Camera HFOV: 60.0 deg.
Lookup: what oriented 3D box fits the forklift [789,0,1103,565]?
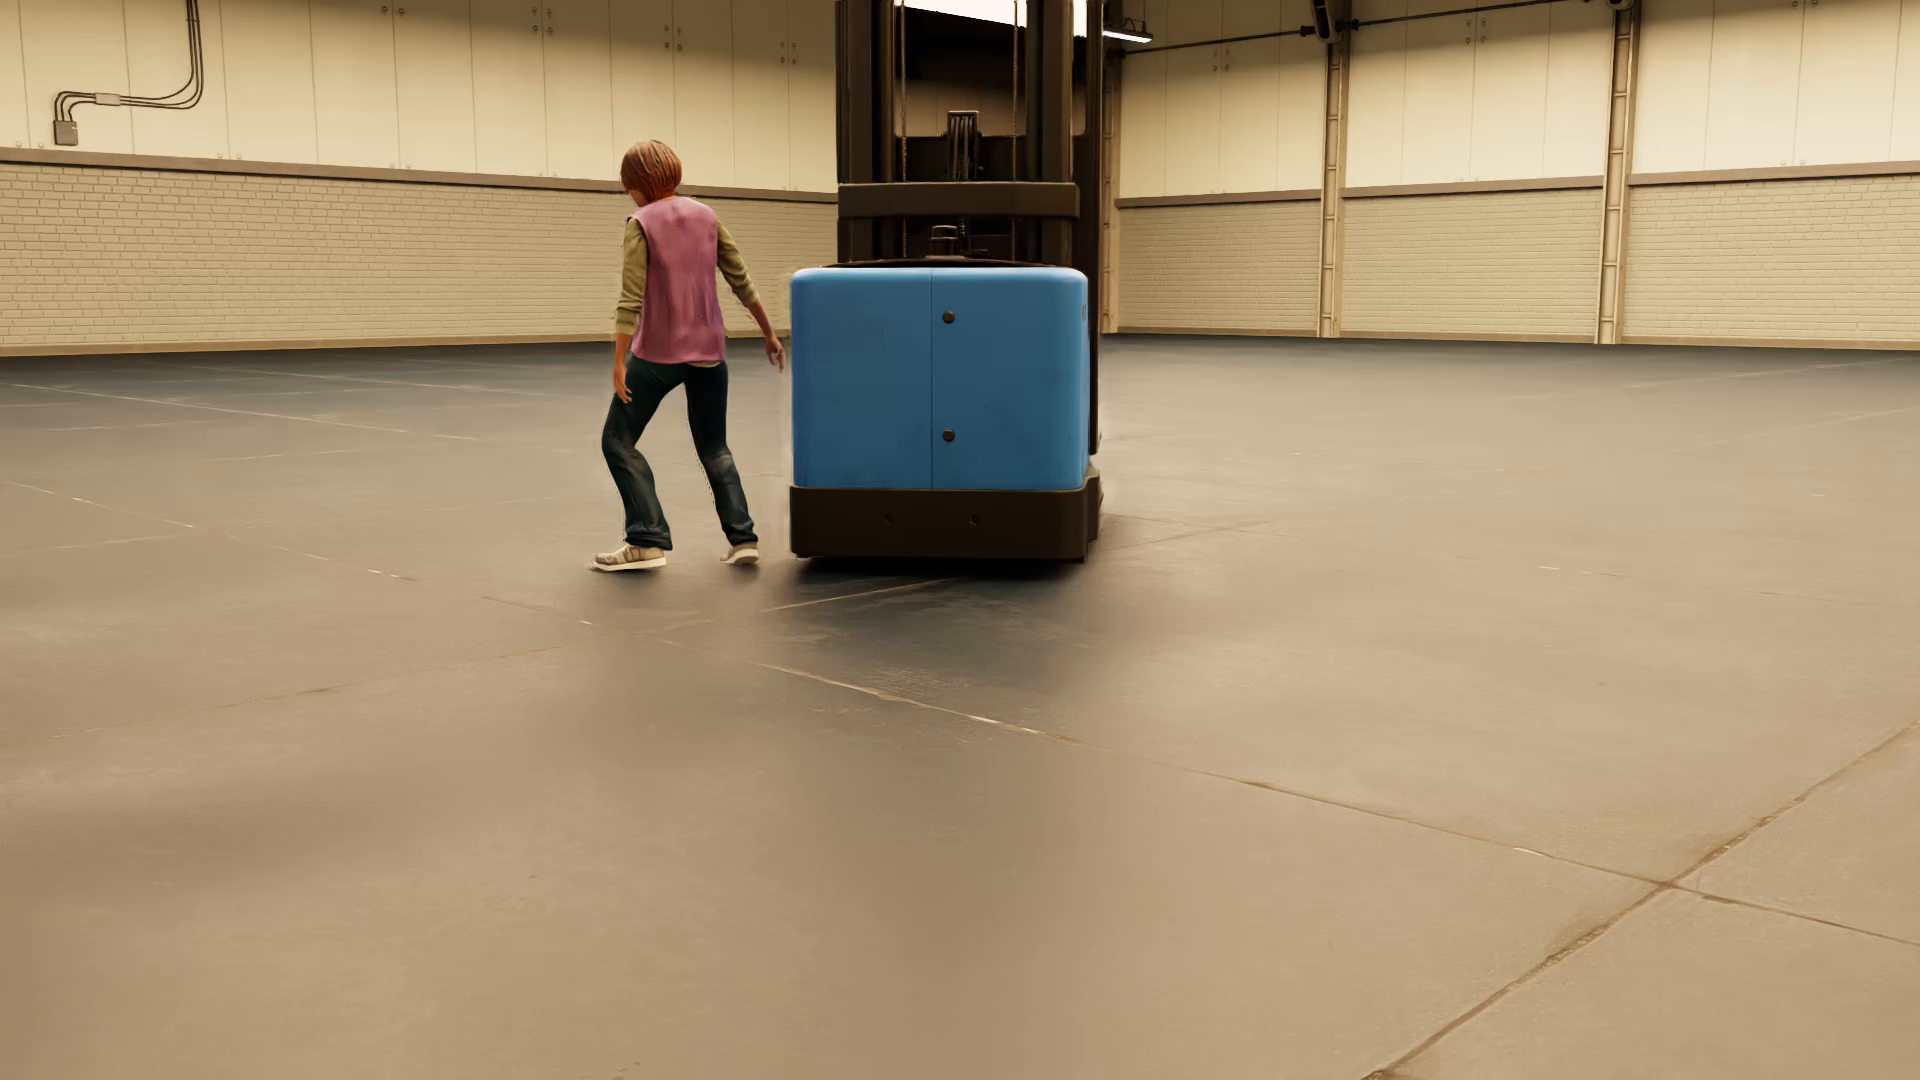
[{"bbox_3d":[0.061,-1.540,7.100,1.130,2.935,3.031,1,9,6],"label":"forklift"}]

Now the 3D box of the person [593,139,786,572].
[{"bbox_3d":[-0.967,-0.649,6.028,0.735,1.561,0.429,-6,11,-36],"label":"person"}]
